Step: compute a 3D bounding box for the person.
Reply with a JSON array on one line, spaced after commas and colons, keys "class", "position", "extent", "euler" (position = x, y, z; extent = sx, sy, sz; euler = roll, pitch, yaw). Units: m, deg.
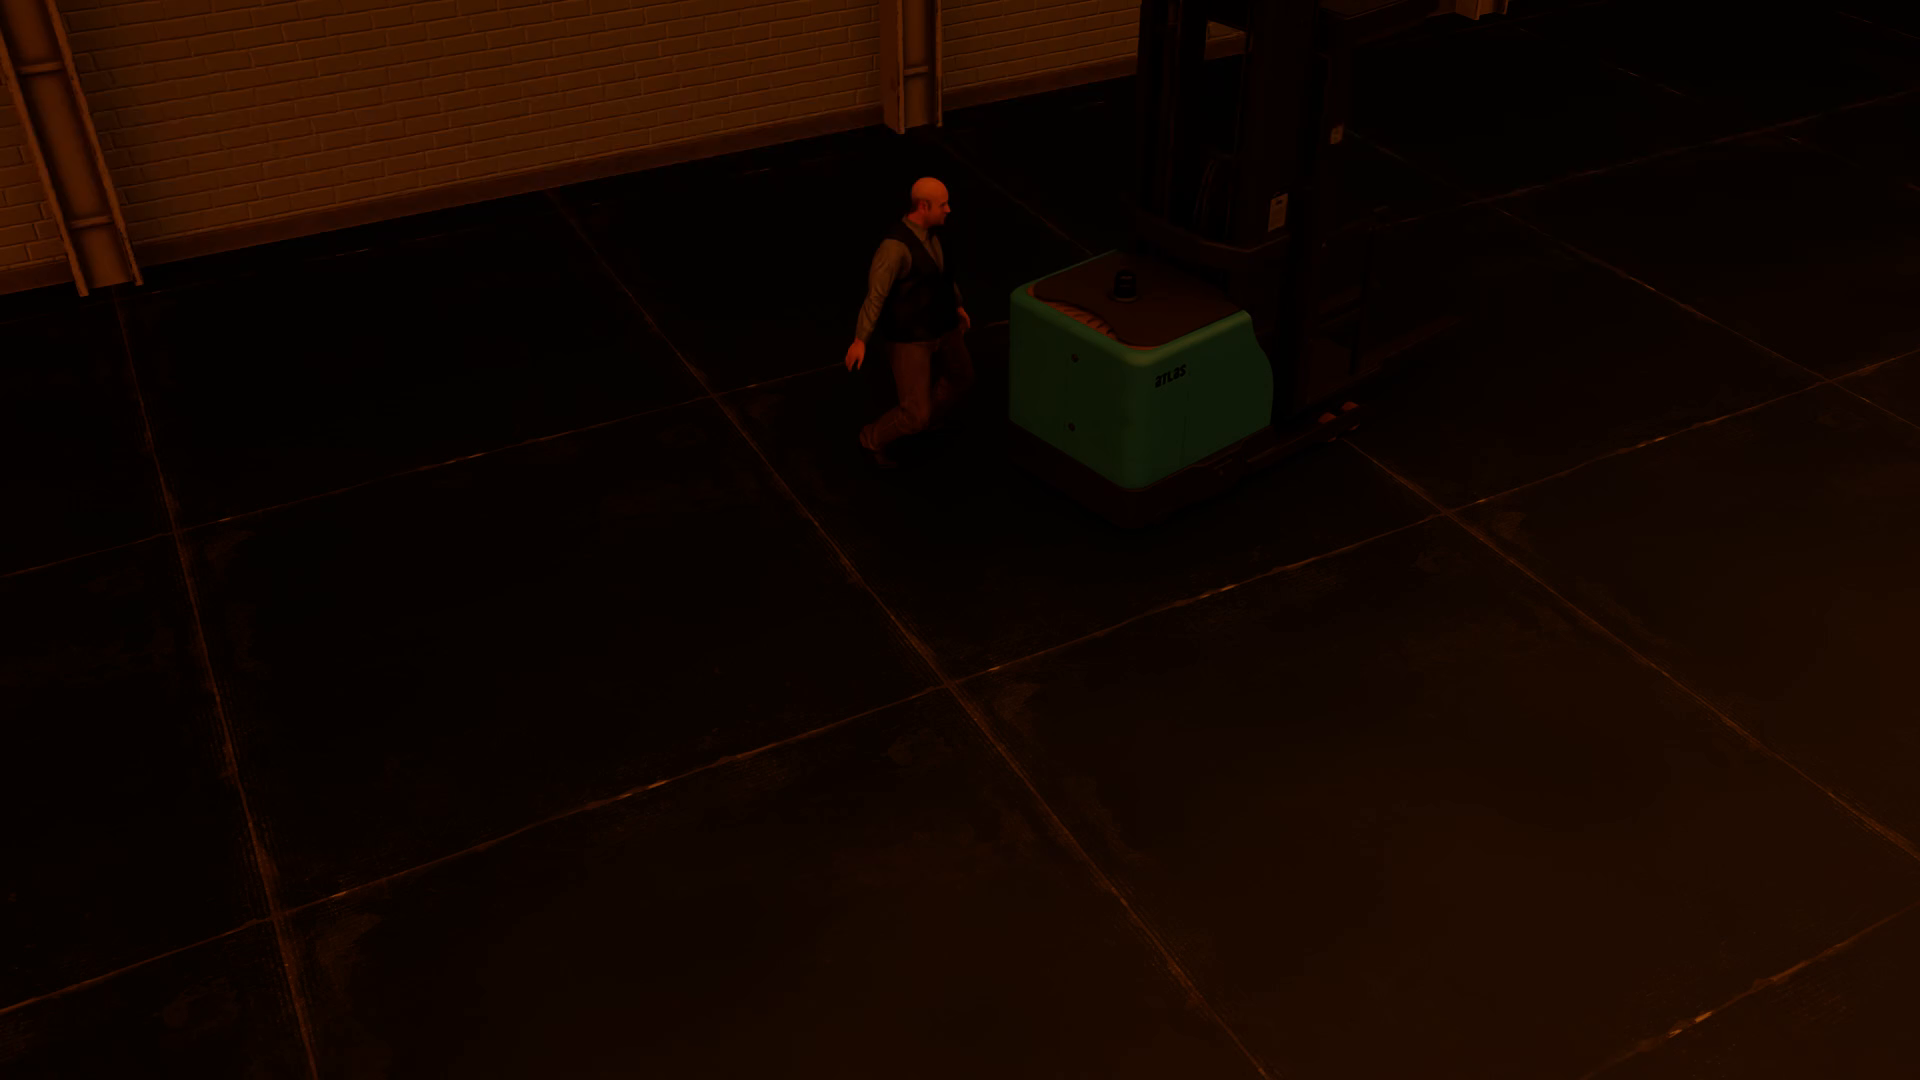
[{"class": "person", "position": [-0.267, -1.121, 8.837], "extent": [0.482, 1.641, 0.870], "euler": [23, 41, 29]}]

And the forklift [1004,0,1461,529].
[{"class": "forklift", "position": [1.698, -1.960, 8.896], "extent": [3.031, 2.935, 1.130], "euler": [-26, 43, -32]}]
